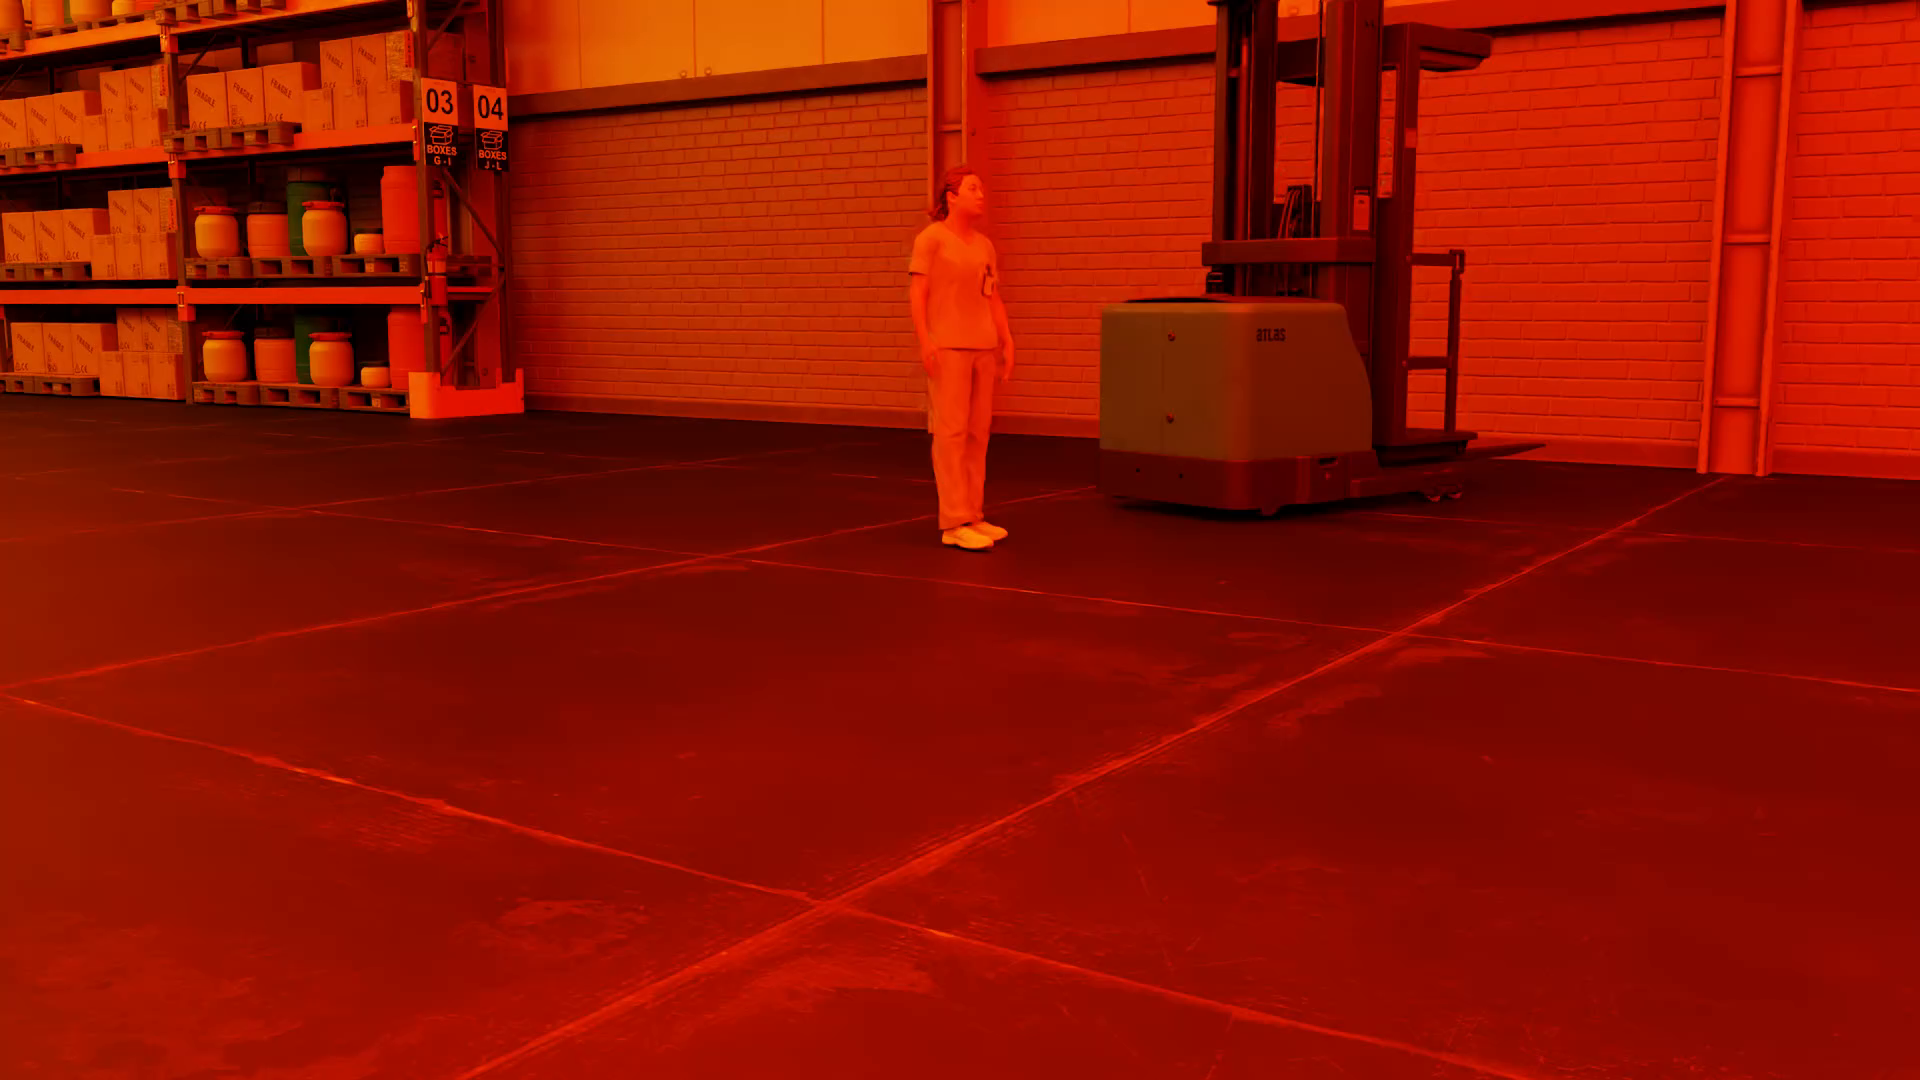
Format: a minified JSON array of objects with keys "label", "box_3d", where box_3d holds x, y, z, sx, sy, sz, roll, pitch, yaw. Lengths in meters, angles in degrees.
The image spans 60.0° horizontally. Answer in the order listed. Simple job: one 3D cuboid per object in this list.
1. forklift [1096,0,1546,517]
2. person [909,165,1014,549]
[{"label":"forklift","box_3d":[2.183,-1.712,9.229,3.031,2.935,1.130,-7,10,-39]},{"label":"person","box_3d":[0.068,-0.820,7.407,0.533,1.667,0.591,-7,11,-39]}]
